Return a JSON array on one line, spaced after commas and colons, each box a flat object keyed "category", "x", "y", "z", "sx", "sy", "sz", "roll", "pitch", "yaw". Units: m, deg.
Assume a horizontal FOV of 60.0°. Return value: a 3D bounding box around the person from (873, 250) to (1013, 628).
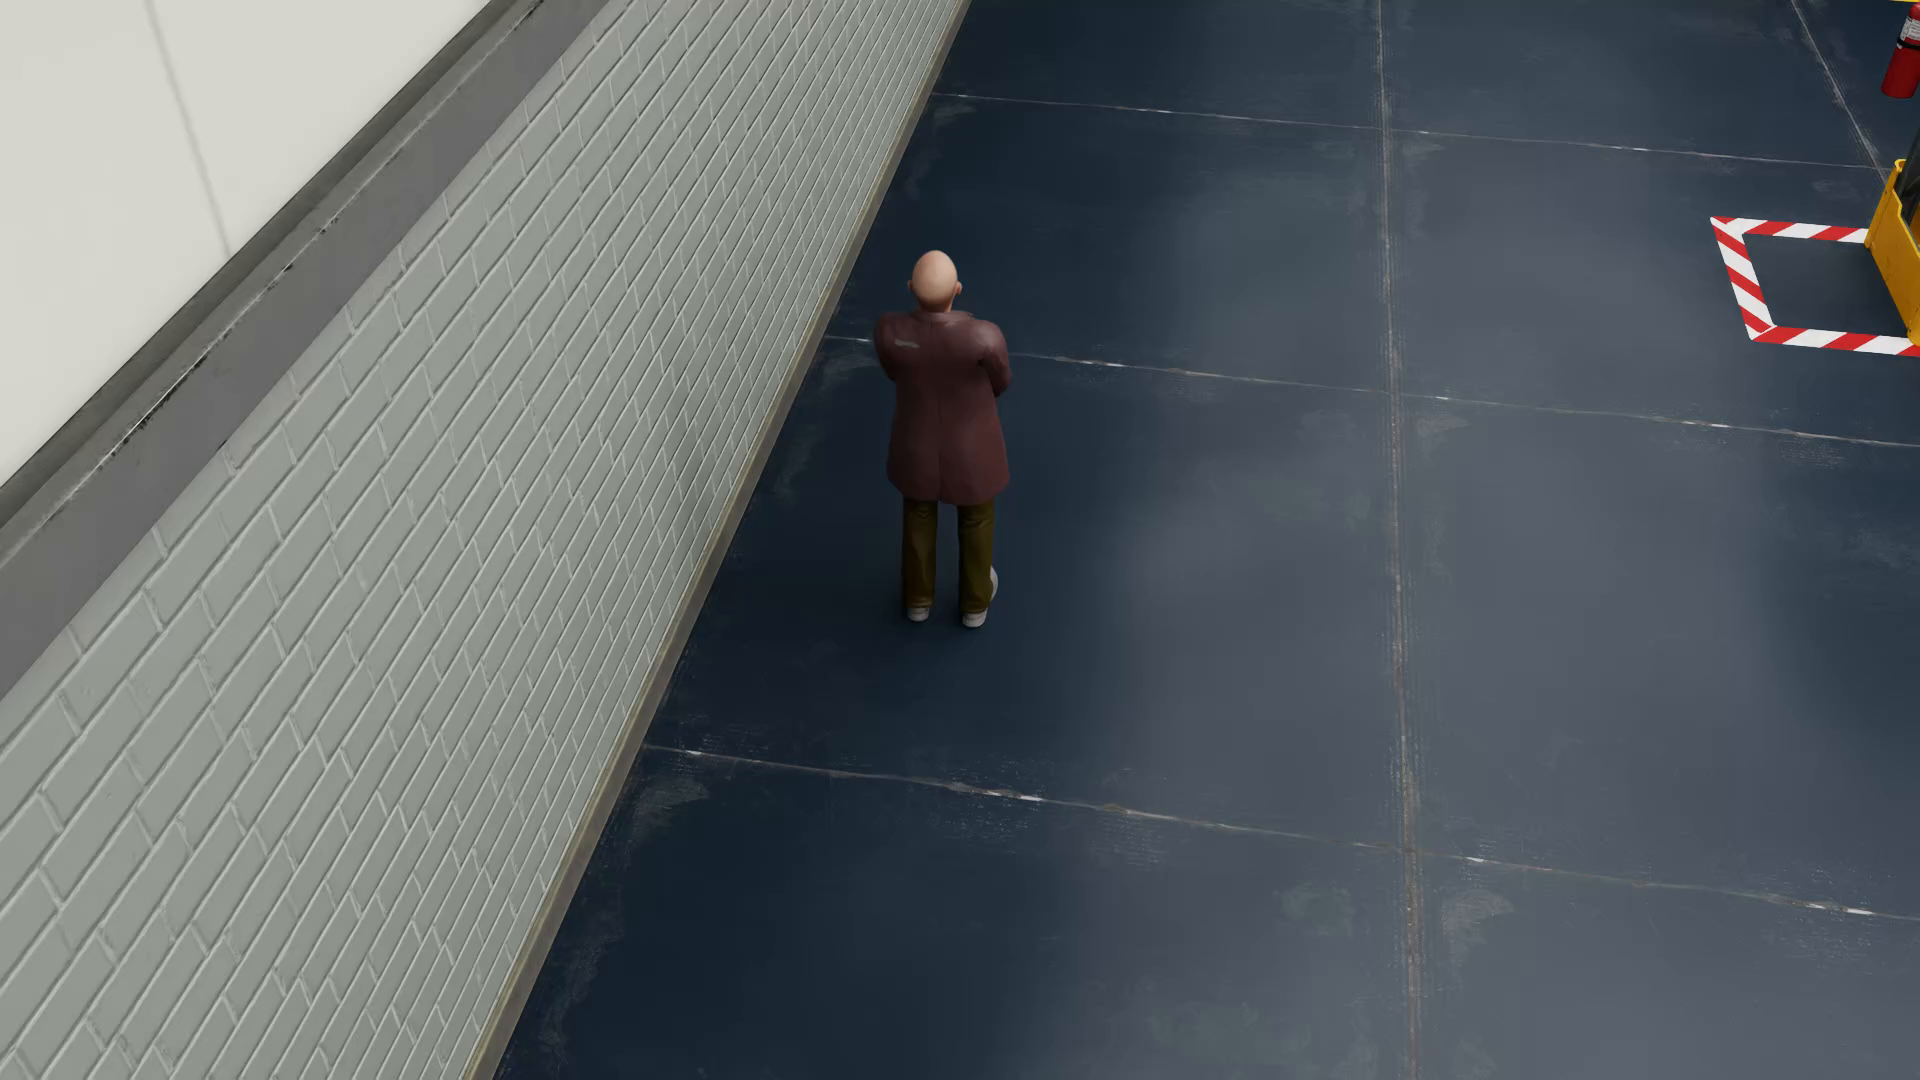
[{"category": "person", "x": -0.044, "y": -0.462, "z": 6.723, "sx": 0.530, "sy": 1.769, "sz": 0.555, "roll": 7, "pitch": 41, "yaw": 8}]
